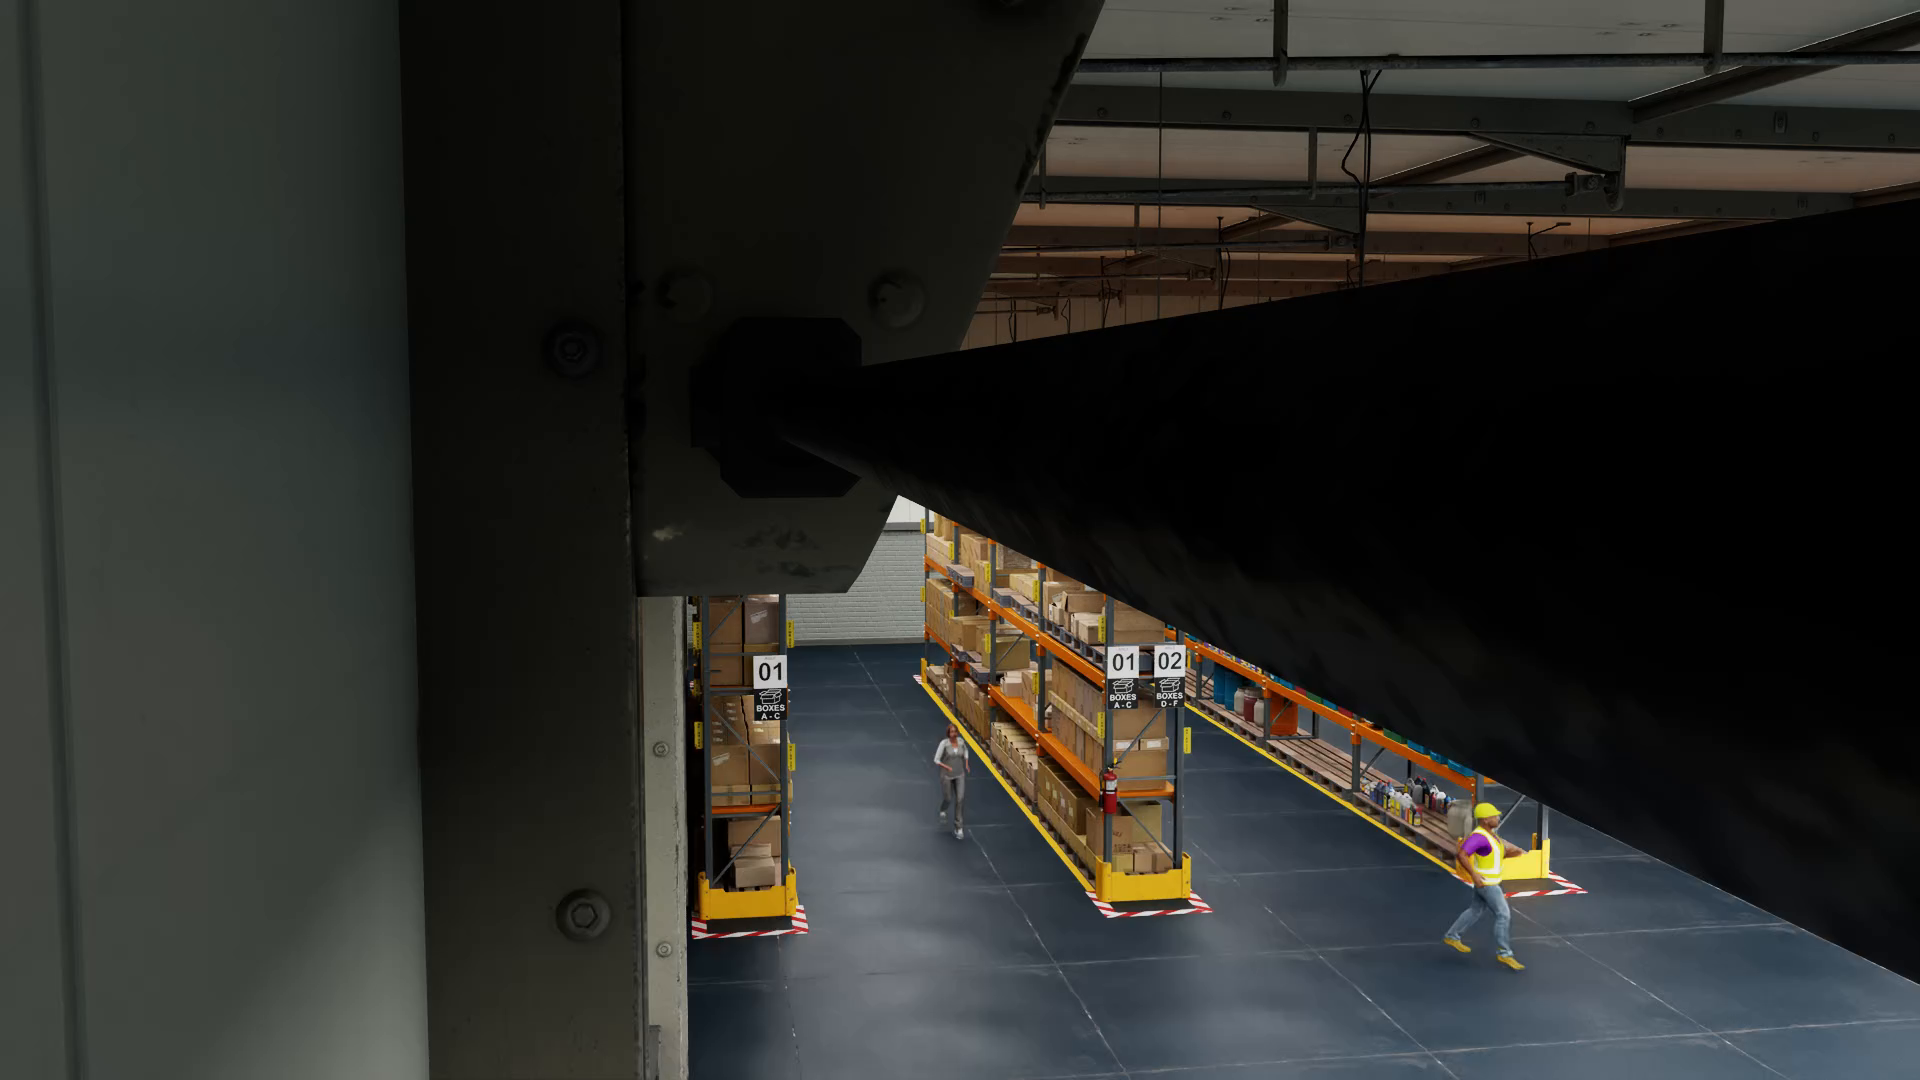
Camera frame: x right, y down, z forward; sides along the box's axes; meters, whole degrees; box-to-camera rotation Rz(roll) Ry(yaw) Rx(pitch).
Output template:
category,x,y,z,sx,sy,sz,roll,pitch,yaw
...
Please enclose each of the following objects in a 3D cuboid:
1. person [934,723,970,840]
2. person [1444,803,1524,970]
category,x,y,z,sx,sy,sz,roll,pitch,yaw
person,-0.112,3.434,23.940,0.559,1.594,0.857,-1,5,-16
person,5.830,3.813,18.443,0.868,1.809,0.678,2,5,19
